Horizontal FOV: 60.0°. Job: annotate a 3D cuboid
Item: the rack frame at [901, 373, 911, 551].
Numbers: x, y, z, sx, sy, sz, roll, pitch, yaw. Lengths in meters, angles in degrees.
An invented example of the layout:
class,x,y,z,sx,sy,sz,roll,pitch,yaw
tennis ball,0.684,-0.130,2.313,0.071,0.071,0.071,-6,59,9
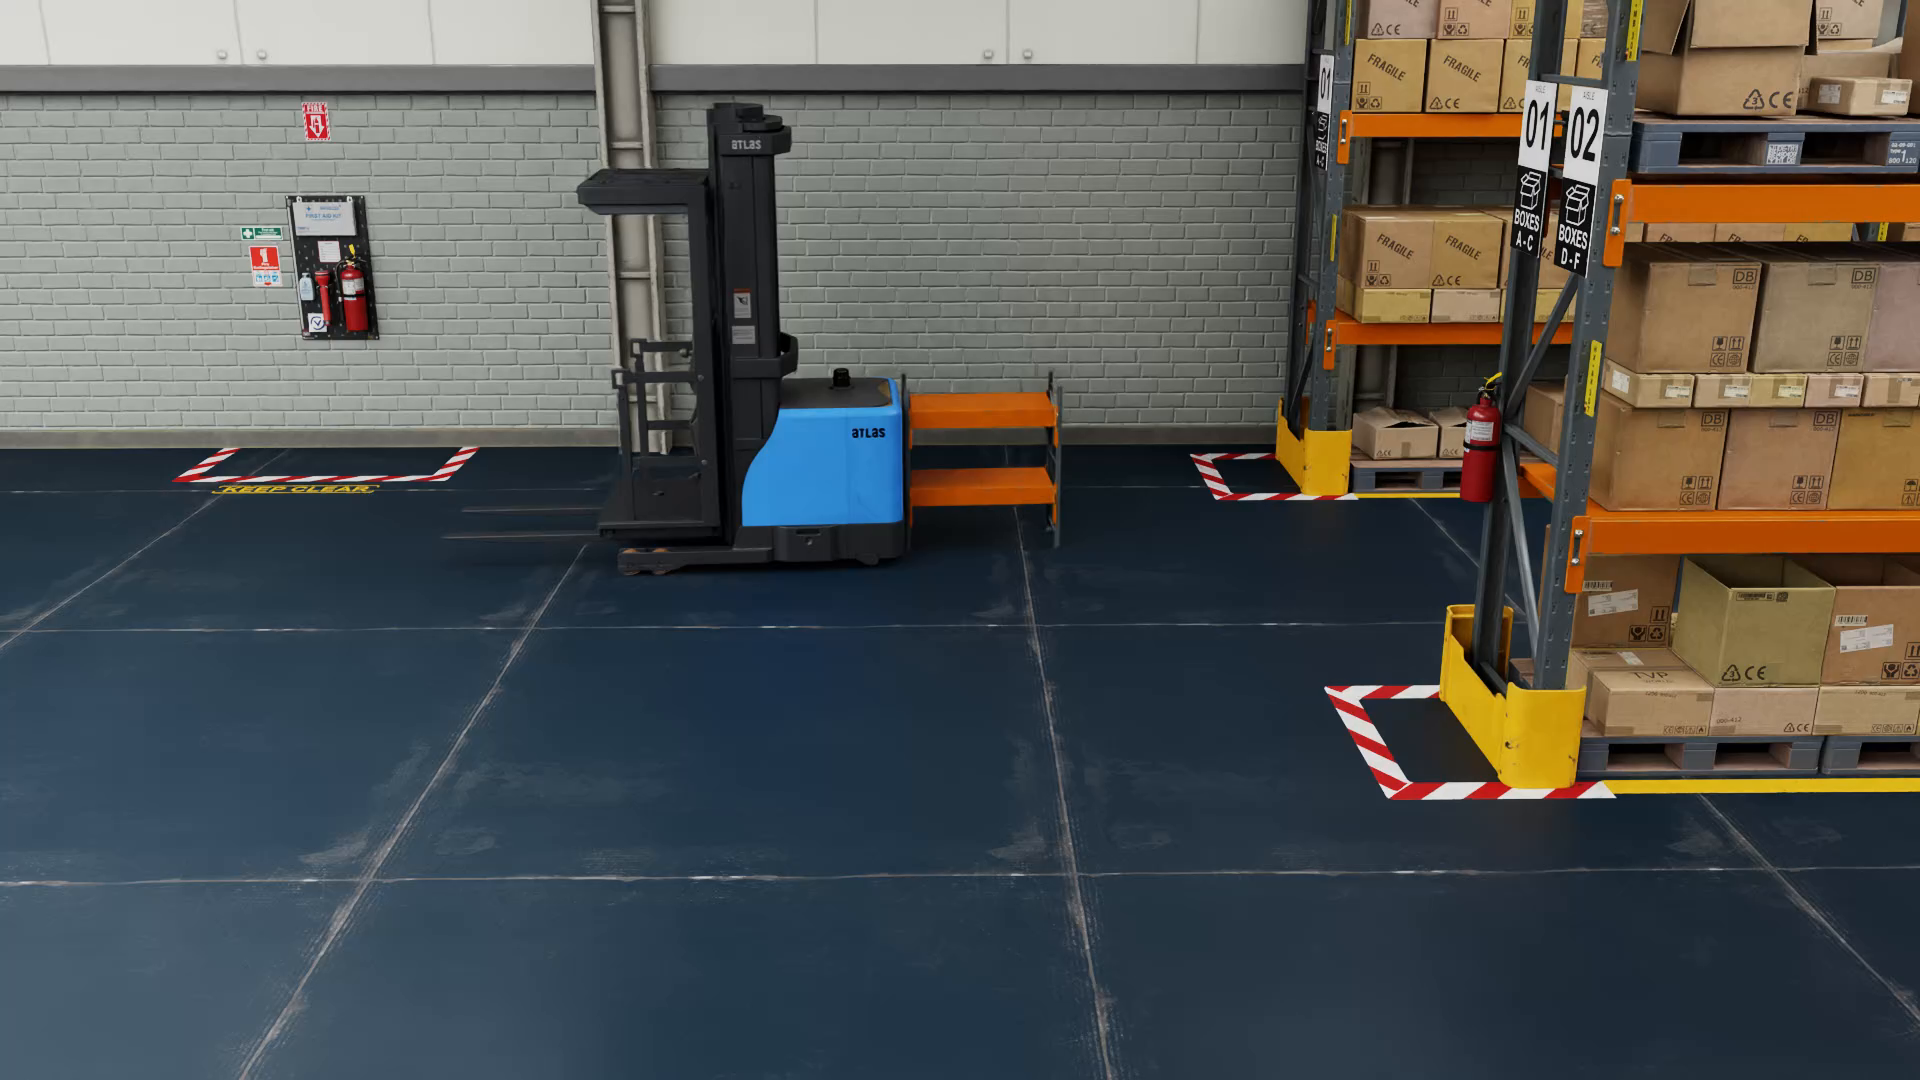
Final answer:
class,x,y,z,sx,sy,sz,roll,pitch,yaw
rack frame,-0.368,-0.534,11.371,0.032,1.125,0.500,-1,18,-4

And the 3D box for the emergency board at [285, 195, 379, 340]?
class,x,y,z,sx,sy,sz,roll,pitch,yaw
emergency board,-5.091,-2.181,13.435,0.643,1.169,0.194,0,18,-1

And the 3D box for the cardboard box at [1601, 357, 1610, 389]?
class,x,y,z,sx,sy,sz,roll,pitch,yaw
cardboard box,3.155,-0.846,8.048,0.250,0.149,0.380,-1,18,-2

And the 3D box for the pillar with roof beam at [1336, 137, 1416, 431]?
class,x,y,z,sx,sy,sz,roll,pitch,yaw
pillar with roof beam,3.448,-3.752,8.511,0.400,9.000,9.100,0,18,-1

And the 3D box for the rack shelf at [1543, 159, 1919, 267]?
class,x,y,z,sx,sy,sz,roll,pitch,yaw
rack shelf,4.775,-1.525,7.657,4.000,0.370,1.077,0,18,-1

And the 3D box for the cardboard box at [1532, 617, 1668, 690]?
class,x,y,z,sx,sy,sz,roll,pitch,yaw
cardboard box,3.307,0.587,8.620,0.500,0.250,0.500,0,18,-1

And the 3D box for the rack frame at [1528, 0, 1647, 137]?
class,x,y,z,sx,sy,sz,roll,pitch,yaw
rack frame,2.776,-3.286,7.059,0.127,3.000,1.000,0,18,-1

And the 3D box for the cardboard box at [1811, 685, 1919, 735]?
class,x,y,z,sx,sy,sz,roll,pitch,yaw
cardboard box,4.315,0.740,8.145,0.500,0.250,0.500,0,18,-1

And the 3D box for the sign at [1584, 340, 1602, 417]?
class,x,y,z,sx,sy,sz,roll,pitch,yaw
sign,2.778,-0.710,7.302,0.005,0.325,0.100,0,18,-1

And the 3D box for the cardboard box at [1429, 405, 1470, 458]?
class,x,y,z,sx,sy,sz,roll,pitch,yaw
cardboard box,3.957,-0.850,12.968,0.500,0.311,0.500,1,18,4

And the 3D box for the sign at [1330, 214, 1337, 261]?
class,x,y,z,sx,sy,sz,roll,pitch,yaw
sign,2.702,-2.189,12.043,0.005,0.325,0.100,0,18,-1

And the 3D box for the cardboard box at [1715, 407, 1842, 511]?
class,x,y,z,sx,sy,sz,roll,pitch,yaw
cardboard box,3.768,-0.479,7.967,0.500,0.500,0.700,0,18,1

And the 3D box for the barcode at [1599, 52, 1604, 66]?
class,x,y,z,sx,sy,sz,roll,pitch,yaw
barcode,3.070,-2.283,7.892,0.075,0.075,0.001,0,18,-1

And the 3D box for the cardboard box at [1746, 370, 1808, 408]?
class,x,y,z,sx,sy,sz,roll,pitch,yaw
cardboard box,3.685,-0.725,7.671,0.250,0.149,0.380,0,18,-1

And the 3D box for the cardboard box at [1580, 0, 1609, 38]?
class,x,y,z,sx,sy,sz,roll,pitch,yaw
cardboard box,4.662,-3.987,12.323,0.500,0.500,0.500,0,18,-1

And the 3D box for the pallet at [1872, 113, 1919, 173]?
class,x,y,z,sx,sy,sz,roll,pitch,yaw
pallet,4.706,-1.818,7.538,1.213,0.211,1.003,0,18,-1

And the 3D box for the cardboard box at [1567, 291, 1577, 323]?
class,x,y,z,sx,sy,sz,roll,pitch,yaw
cardboard box,4.720,-1.795,12.445,0.500,0.250,0.500,0,18,0

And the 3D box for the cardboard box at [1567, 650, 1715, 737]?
class,x,y,z,sx,sy,sz,roll,pitch,yaw
cardboard box,3.315,0.745,8.127,0.500,0.250,0.500,0,18,-1

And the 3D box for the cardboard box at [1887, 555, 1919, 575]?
class,x,y,z,sx,sy,sz,roll,pitch,yaw
cardboard box,4.815,0.382,8.033,0.500,0.500,0.500,0,18,-1

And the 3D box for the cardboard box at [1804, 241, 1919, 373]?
class,x,y,z,sx,sy,sz,roll,pitch,yaw
cardboard box,4.325,-1.100,7.779,0.500,0.500,0.700,0,18,-1

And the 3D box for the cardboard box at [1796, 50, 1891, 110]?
class,x,y,z,sx,sy,sz,roll,pitch,yaw
cardboard box,3.923,-2.139,7.723,0.500,0.250,0.500,0,18,-1

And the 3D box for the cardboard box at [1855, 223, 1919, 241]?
class,x,y,z,sx,sy,sz,roll,pitch,yaw
cardboard box,7.203,-2.211,12.644,0.500,0.500,0.700,0,18,-1

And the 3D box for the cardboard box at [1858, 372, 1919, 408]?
class,x,y,z,sx,sy,sz,roll,pitch,yaw
cardboard box,4.203,-0.727,7.679,0.250,0.149,0.380,-1,18,-3

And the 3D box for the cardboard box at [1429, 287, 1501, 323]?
class,x,y,z,sx,sy,sz,roll,pitch,yaw
cardboard box,3.705,-1.793,12.438,0.500,0.250,0.500,-1,18,-3

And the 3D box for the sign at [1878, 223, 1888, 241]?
class,x,y,z,sx,sy,sz,roll,pitch,yaw
sign,6.709,-2.208,12.103,0.005,0.325,0.100,0,18,-1

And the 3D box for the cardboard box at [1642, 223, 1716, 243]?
class,x,y,z,sx,sy,sz,roll,pitch,yaw
cardboard box,5.223,-2.157,12.345,0.500,0.500,0.500,-1,18,-2

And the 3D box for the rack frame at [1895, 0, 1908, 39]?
class,x,y,z,sx,sy,sz,roll,pitch,yaw
rack frame,6.693,-4.818,11.835,0.127,3.000,1.000,0,18,-1

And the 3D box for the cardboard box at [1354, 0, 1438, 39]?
class,x,y,z,sx,sy,sz,roll,pitch,yaw
cardboard box,3.083,-3.832,11.837,0.500,0.500,0.500,-2,18,-5

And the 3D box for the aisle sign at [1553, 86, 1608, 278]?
class,x,y,z,sx,sy,sz,roll,pitch,yaw
aisle sign,2.715,-1.573,7.286,0.004,0.787,0.394,0,18,-1

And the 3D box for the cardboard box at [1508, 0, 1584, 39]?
class,x,y,z,sx,sy,sz,roll,pitch,yaw
cardboard box,4.097,-3.824,11.815,0.500,0.500,0.500,0,18,1

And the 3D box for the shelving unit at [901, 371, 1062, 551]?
class,x,y,z,sx,sy,sz,roll,pitch,yaw
shelving unit,0.139,-0.546,11.408,1.048,1.125,0.538,-1,18,-4

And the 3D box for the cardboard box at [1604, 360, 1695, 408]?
class,x,y,z,sx,sy,sz,roll,pitch,yaw
cardboard box,3.171,-0.722,7.662,0.250,0.149,0.380,0,18,-1

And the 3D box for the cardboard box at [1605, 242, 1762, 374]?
class,x,y,z,sx,sy,sz,roll,pitch,yaw
cardboard box,3.295,-1.093,7.757,0.500,0.500,0.700,0,18,-1

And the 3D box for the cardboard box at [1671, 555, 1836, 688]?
class,x,y,z,sx,sy,sz,roll,pitch,yaw
cardboard box,3.815,0.385,8.022,0.500,0.500,0.500,0,18,-1

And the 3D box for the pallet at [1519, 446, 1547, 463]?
class,x,y,z,sx,sy,sz,roll,pitch,yaw
pallet,4.799,-0.613,13.113,1.213,0.211,1.003,0,18,-1

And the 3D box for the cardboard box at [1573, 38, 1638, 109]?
class,x,y,z,sx,sy,sz,roll,pitch,yaw
cardboard box,4.624,-3.357,11.996,0.500,0.500,0.500,1,18,3

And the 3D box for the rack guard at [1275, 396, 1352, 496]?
class,x,y,z,sx,sy,sz,roll,pitch,yaw
rack guard,2.770,-0.752,13.075,0.348,0.500,1.175,0,18,-1

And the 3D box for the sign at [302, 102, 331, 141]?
class,x,y,z,sx,sy,sz,roll,pitch,yaw
sign,-5.101,-3.315,13.175,0.199,0.298,0.001,0,18,-1

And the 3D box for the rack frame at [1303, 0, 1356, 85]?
class,x,y,z,sx,sy,sz,roll,pitch,yaw
rack frame,2.694,-4.799,11.775,0.127,3.000,1.000,0,18,-1

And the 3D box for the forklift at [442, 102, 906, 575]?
class,x,y,z,sx,sy,sz,roll,pitch,yaw
forklift,-1.904,-1.334,10.908,3.031,2.935,1.130,-1,18,-4

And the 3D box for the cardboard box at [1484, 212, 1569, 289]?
class,x,y,z,sx,sy,sz,roll,pitch,yaw
cardboard box,4.187,-2.148,12.318,0.500,0.500,0.500,-1,18,-3

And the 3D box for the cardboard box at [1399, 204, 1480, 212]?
class,x,y,z,sx,sy,sz,roll,pitch,yaw
cardboard box,3.665,-2.304,12.804,0.500,0.500,0.500,0,18,0

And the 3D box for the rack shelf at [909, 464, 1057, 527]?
class,x,y,z,sx,sy,sz,roll,pitch,yaw
rack shelf,0.139,-0.313,11.483,1.000,0.278,0.538,-1,18,-4

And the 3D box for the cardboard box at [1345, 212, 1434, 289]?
class,x,y,z,sx,sy,sz,roll,pitch,yaw
cardboard box,3.176,-2.148,12.318,0.500,0.500,0.500,0,18,-1

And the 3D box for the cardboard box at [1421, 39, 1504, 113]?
class,x,y,z,sx,sy,sz,roll,pitch,yaw
cardboard box,3.569,-3.345,11.956,0.500,0.500,0.500,1,18,3

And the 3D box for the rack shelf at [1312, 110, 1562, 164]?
class,x,y,z,sx,sy,sz,roll,pitch,yaw
rack shelf,4.693,-3.038,12.373,4.000,0.370,1.077,0,18,-1

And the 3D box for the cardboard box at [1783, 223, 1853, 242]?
class,x,y,z,sx,sy,sz,roll,pitch,yaw
cardboard box,6.225,-2.160,12.355,0.500,0.500,0.500,0,18,-1

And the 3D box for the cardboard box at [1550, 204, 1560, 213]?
class,x,y,z,sx,sy,sz,roll,pitch,yaw
cardboard box,4.685,-2.310,12.824,0.500,0.500,0.500,0,18,0

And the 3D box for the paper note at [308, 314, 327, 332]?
class,x,y,z,sx,sy,sz,roll,pitch,yaw
paper note,-5.269,-1.781,13.632,0.142,0.148,0.016,0,18,-1

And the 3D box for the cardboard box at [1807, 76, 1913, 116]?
class,x,y,z,sx,sy,sz,roll,pitch,yaw
cardboard box,3.955,-1.956,7.320,0.250,0.149,0.380,0,18,-1

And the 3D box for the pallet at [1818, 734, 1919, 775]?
class,x,y,z,sx,sy,sz,roll,pitch,yaw
pallet,4.756,0.877,8.468,1.213,0.211,1.003,0,18,-1

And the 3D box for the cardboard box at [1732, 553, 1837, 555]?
class,x,y,z,sx,sy,sz,roll,pitch,yaw
cardboard box,4.307,0.220,8.537,0.500,0.500,0.500,0,18,-1
